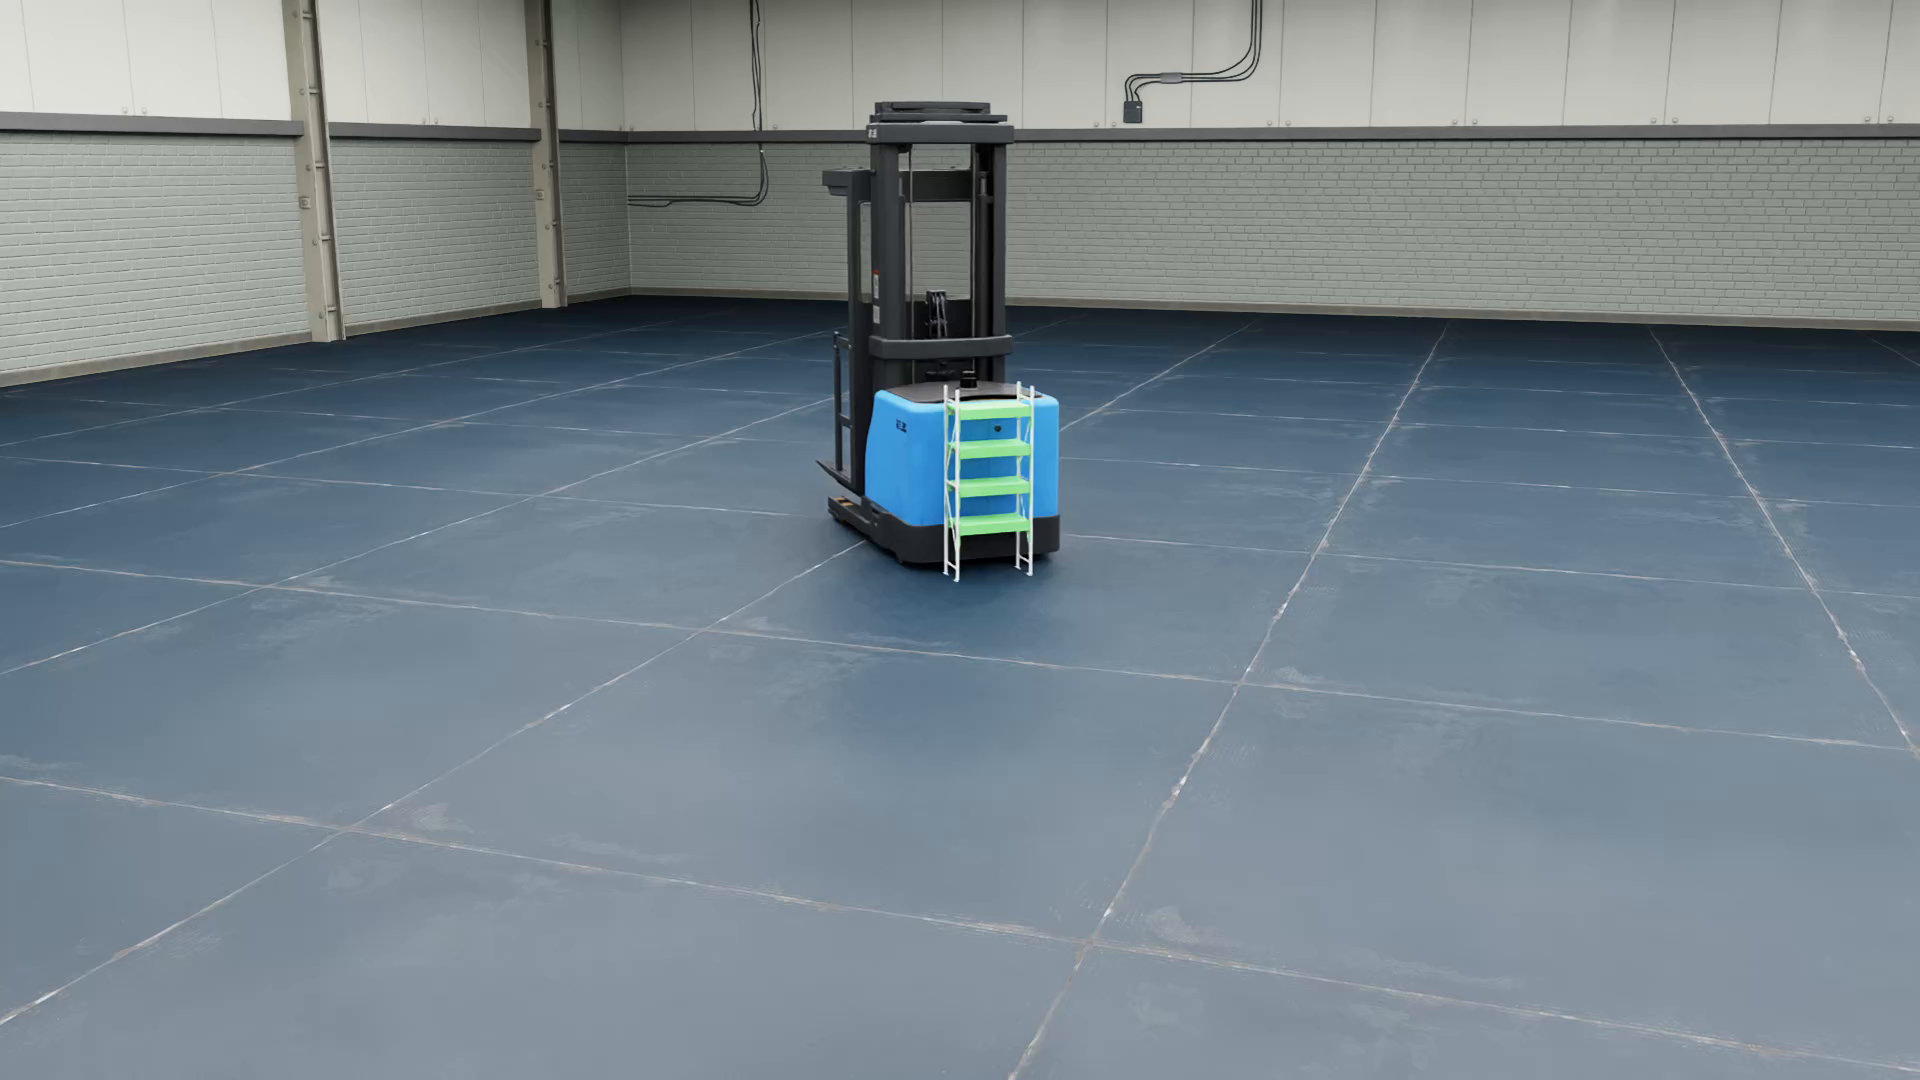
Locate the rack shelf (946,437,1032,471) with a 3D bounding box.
[{"bbox_3d":[0.178,-0.536,10.349,0.480,0.148,0.258,-5,14,-19],"label":"rack shelf"}]

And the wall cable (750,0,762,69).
[{"bbox_3d":[-2.499,-9.838,29.997,3.097,2.526,0.112,4,14,18],"label":"wall cable"}]

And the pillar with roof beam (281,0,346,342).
[{"bbox_3d":[-5.131,-6.986,21.874,9.100,9.000,0.400,4,14,18],"label":"pillar with roof beam"}]

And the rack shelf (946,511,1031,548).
[{"bbox_3d":[0.178,-0.068,10.457,0.480,0.148,0.258,-5,14,-19],"label":"rack shelf"}]

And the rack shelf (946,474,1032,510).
[{"bbox_3d":[0.178,-0.302,10.403,0.480,0.148,0.258,-5,14,-19],"label":"rack shelf"}]

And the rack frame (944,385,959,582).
[{"bbox_3d":[-0.052,-0.346,10.309,0.015,1.200,0.240,-5,14,-19],"label":"rack frame"}]

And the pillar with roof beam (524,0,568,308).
[{"bbox_3d":[-3.190,-8.250,27.409,9.100,9.000,0.400,4,14,18],"label":"pillar with roof beam"}]

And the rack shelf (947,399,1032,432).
[{"bbox_3d":[0.178,-0.770,10.296,0.480,0.148,0.258,-5,14,-19],"label":"rack shelf"}]

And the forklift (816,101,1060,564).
[{"bbox_3d":[-0.322,-1.562,11.744,1.130,2.935,3.031,-5,14,-19],"label":"forklift"}]

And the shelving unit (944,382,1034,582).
[{"bbox_3d":[0.178,-0.365,10.389,0.503,1.200,0.258,-5,14,-19],"label":"shelving unit"}]

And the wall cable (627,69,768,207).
[{"bbox_3d":[-5.059,-7.571,31.413,3.097,2.526,0.112,4,14,18],"label":"wall cable"}]

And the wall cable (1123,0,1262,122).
[{"bbox_3d":[3.918,-10.056,27.680,2.305,6.003,0.169,4,14,18],"label":"wall cable"}]

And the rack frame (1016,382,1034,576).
[{"bbox_3d":[0.408,-0.383,10.469,0.015,1.200,0.240,-5,14,-19],"label":"rack frame"}]
